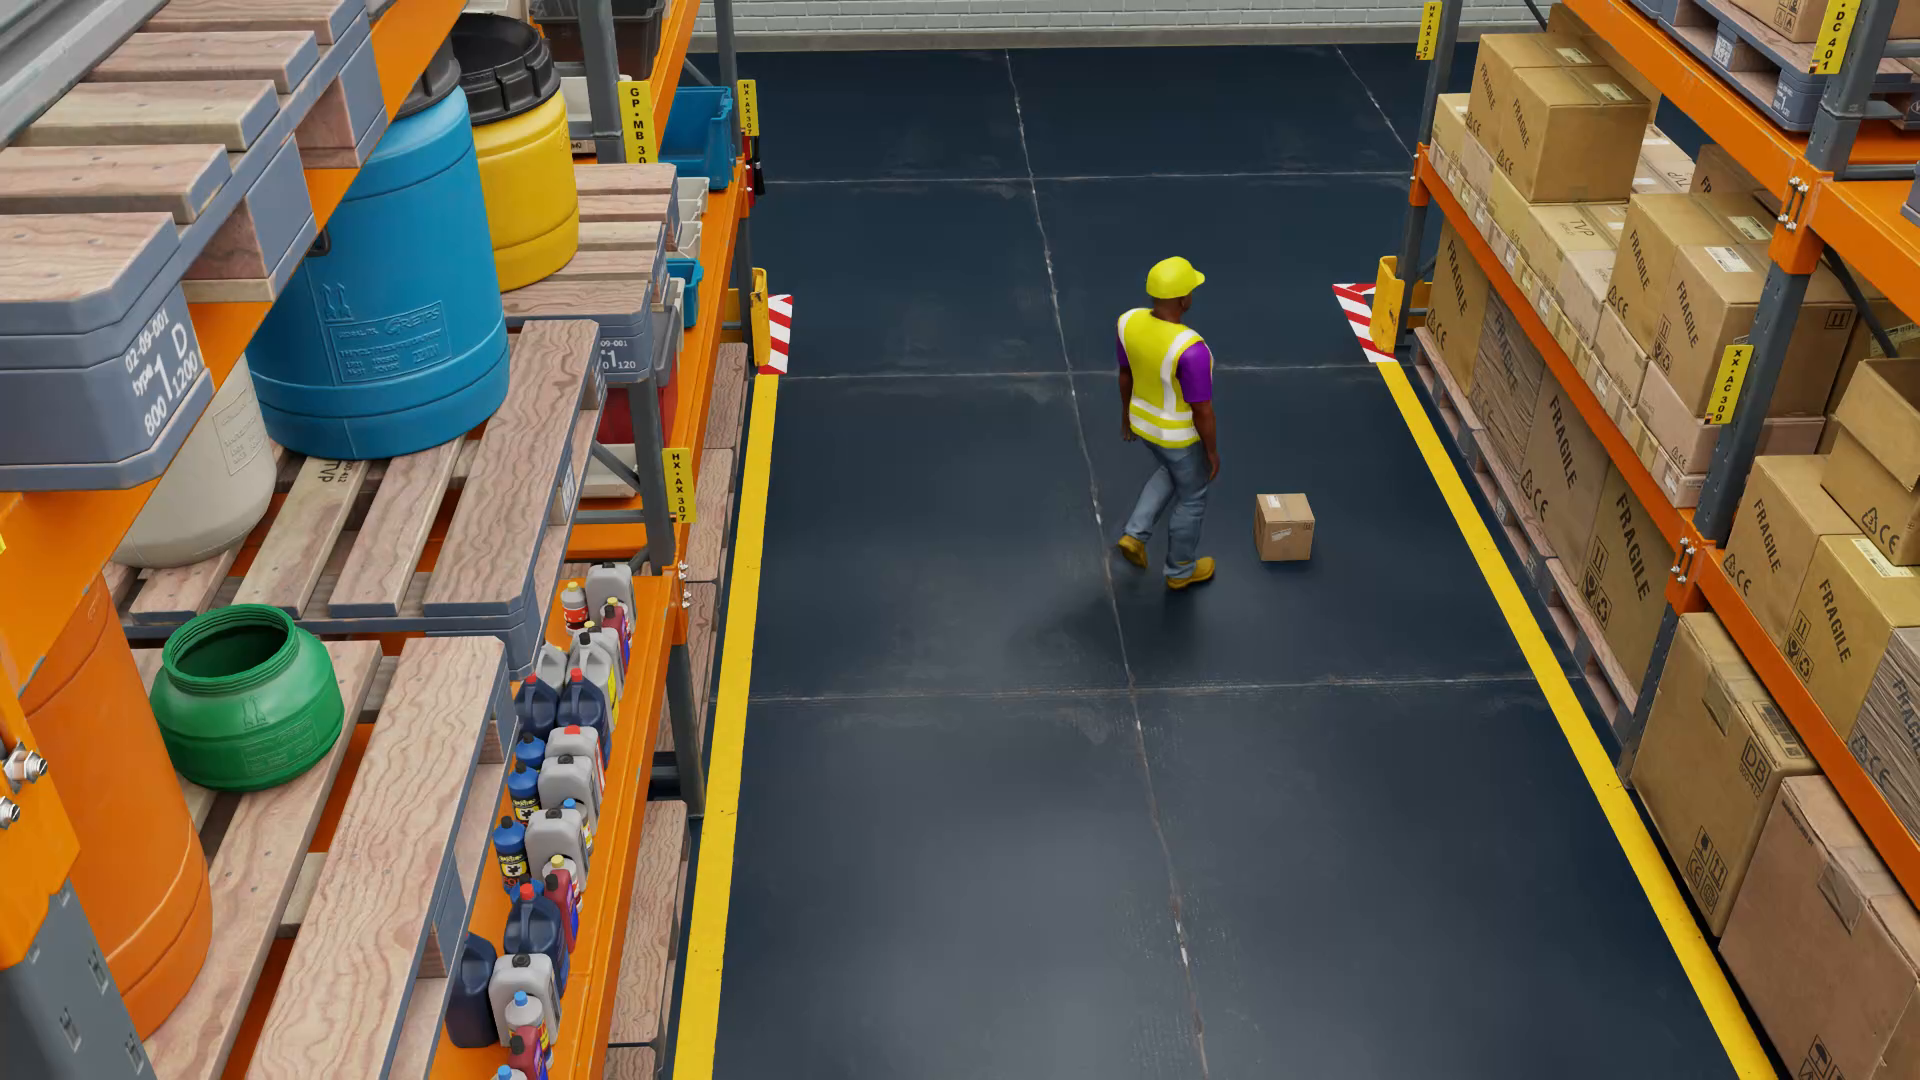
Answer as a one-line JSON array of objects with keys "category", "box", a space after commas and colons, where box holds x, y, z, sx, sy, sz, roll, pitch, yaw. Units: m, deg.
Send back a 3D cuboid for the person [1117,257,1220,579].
[{"category": "person", "box": [1.030, -0.575, 7.912, 0.468, 1.688, 0.604, -23, 41, -29]}]
